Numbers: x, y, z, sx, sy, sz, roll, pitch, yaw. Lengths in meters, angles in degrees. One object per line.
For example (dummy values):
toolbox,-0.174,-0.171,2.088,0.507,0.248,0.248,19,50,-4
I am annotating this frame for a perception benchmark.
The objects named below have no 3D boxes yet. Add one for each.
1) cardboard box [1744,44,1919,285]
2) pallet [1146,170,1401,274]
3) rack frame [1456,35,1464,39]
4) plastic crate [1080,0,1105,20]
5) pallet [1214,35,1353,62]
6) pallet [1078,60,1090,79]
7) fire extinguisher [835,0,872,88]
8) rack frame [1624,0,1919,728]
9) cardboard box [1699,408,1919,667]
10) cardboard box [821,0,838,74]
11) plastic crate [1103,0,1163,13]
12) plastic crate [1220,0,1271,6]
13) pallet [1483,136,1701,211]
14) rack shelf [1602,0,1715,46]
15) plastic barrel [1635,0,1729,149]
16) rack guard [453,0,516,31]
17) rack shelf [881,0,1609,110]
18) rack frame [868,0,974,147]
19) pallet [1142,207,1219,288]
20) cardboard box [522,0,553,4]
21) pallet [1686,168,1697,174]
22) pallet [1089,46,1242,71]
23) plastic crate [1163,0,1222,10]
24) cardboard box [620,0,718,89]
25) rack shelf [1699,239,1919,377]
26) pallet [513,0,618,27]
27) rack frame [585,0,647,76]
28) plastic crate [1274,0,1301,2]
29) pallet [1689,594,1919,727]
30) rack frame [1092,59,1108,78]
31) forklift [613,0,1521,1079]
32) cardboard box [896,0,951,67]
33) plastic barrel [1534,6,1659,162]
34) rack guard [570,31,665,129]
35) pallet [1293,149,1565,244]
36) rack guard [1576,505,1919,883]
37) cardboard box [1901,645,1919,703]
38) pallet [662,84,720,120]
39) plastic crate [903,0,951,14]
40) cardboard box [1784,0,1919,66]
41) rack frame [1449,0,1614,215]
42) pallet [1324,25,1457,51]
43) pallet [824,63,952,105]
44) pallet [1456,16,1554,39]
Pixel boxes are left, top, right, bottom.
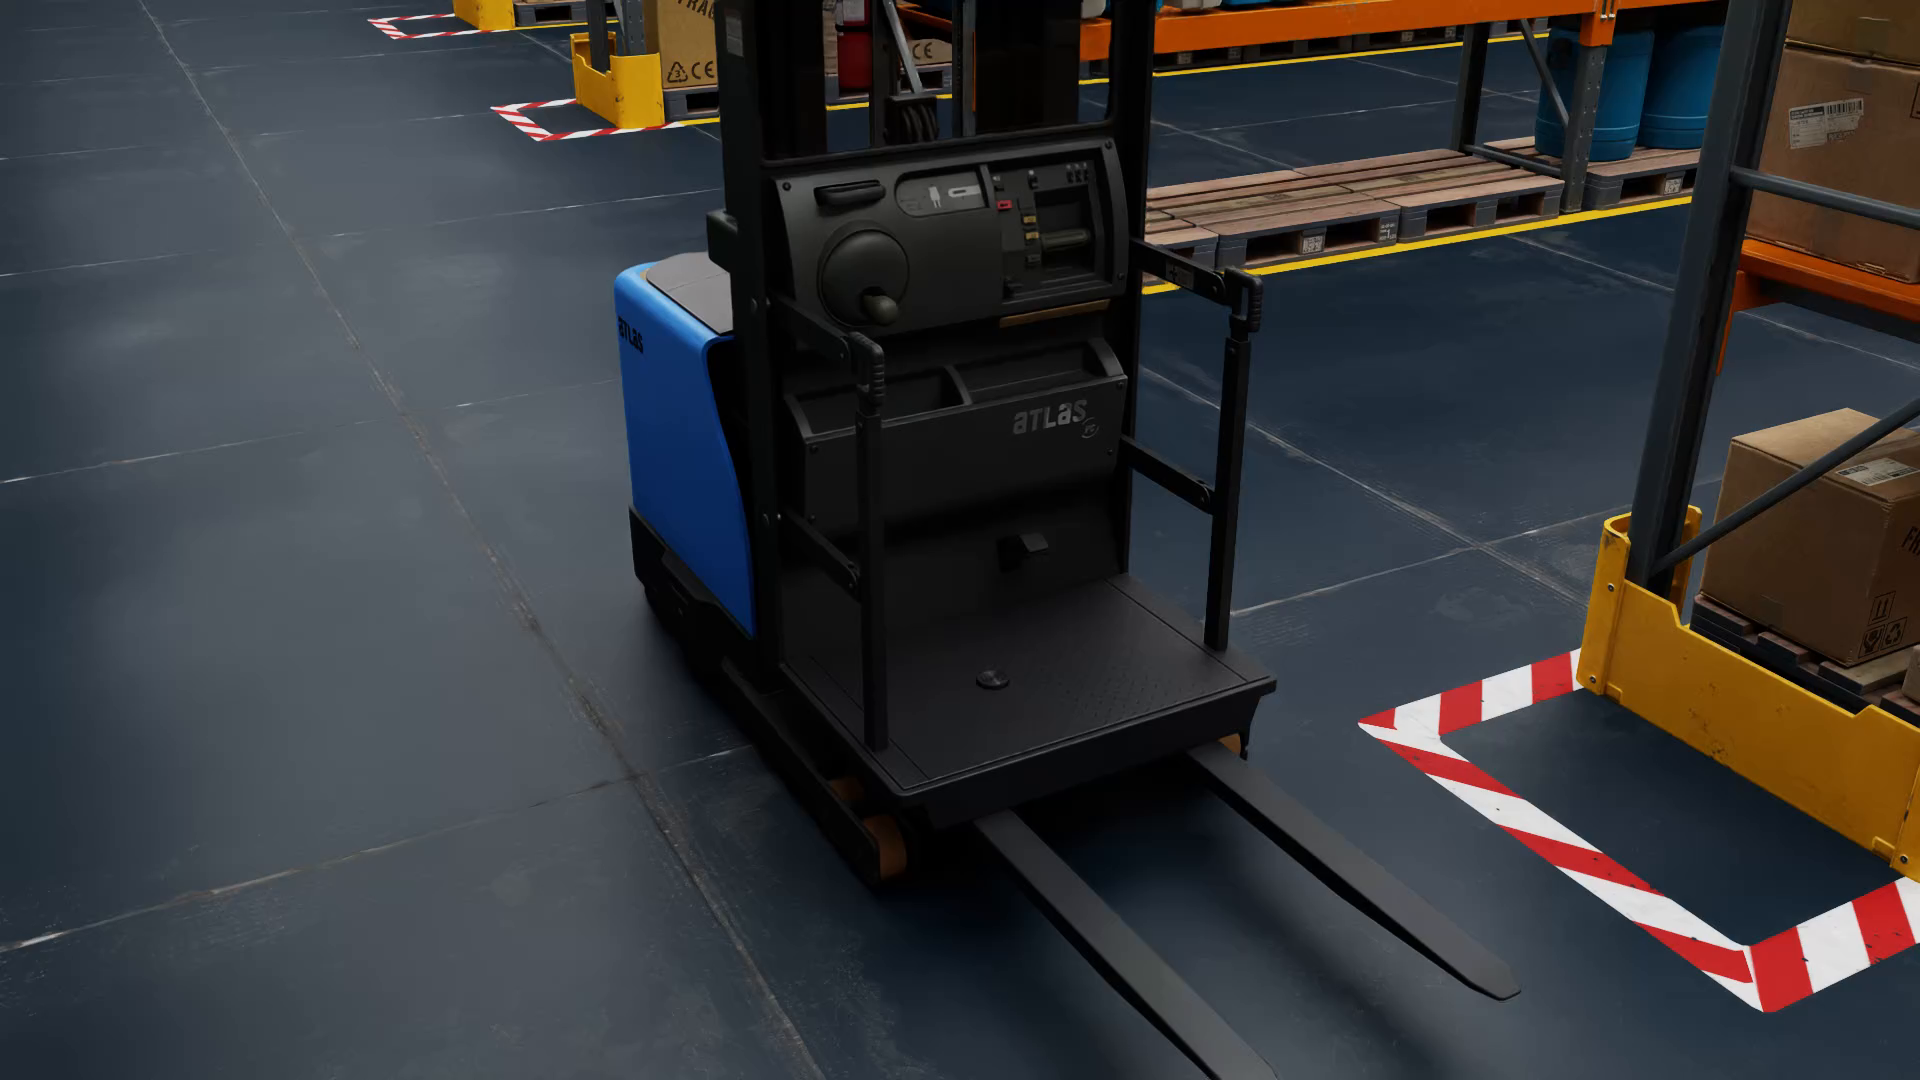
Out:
cardboard box,2.416,-0.986,4.222,0.500,0.500,0.500,-12,28,-24
pallet,1.643,-1.781,9.215,1.213,0.211,1.003,-13,29,-25
rack frame,4.550,-6.159,15.112,0.127,3.000,1.000,-13,29,-25
plastic crate,0.516,-2.505,7.736,0.298,0.136,0.250,-13,29,-25
pallet,2.744,-4.523,14.928,1.213,0.211,1.003,-13,29,-25
pallet,0.313,-3.962,13.759,1.213,0.211,1.003,-13,29,-25
fire extinguisher,-0.525,-2.578,8.174,0.183,0.674,0.296,-13,29,-25
rack frame,2.149,-0.746,3.837,0.127,3.000,1.000,-13,29,-25
cardboard box,2.513,-0.022,4.710,0.500,0.500,0.500,-13,29,-25
cardboard box,-1.179,-4.107,12.809,0.875,0.875,0.875,-13,29,-25
plastic crate,0.775,-2.648,7.924,0.300,0.233,0.416,-13,29,-25
plastic crate,1.356,-2.782,8.204,0.300,0.233,0.416,-13,29,-25
pallet,4.052,-2.337,10.374,1.213,0.211,1.003,-13,29,-25
rack shelf,5.116,-3.536,10.480,4.000,0.370,1.077,-13,29,-25
plastic barrel,4.464,-2.945,10.357,0.708,0.901,0.600,-13,29,-25
rack guard,-4.687,-5.333,16.280,0.348,0.500,1.175,-13,29,-25
rack shelf,1.586,-2.721,8.783,4.000,0.370,1.077,-13,29,-25
rack frame,-0.178,-2.638,7.779,0.127,3.000,1.000,-13,29,-25
pallet,0.568,-1.534,8.702,1.213,0.211,1.003,-13,29,-25
cardboard box,-4.141,-5.333,16.201,0.250,0.149,0.380,-12,28,-24
pallet,5.129,-2.587,10.895,1.213,0.211,1.003,-13,29,-25
pallet,1.666,-4.273,14.406,1.213,0.211,1.003,-13,29,-25
plastic crate,1.115,-2.643,8.024,0.298,0.136,0.250,-13,29,-25
cardboard box,-1.982,-3.922,12.423,0.875,0.875,0.875,-13,29,-25
rack shelf,3.914,-0.829,4.841,4.000,0.370,1.077,-13,29,-25
pallet,-3.953,-5.355,16.659,1.213,0.211,1.003,-13,29,-25
rack frame,-2.509,-4.530,11.719,0.127,3.000,1.000,-13,29,-25
plastic crate,1.621,-2.844,8.331,0.300,0.233,0.416,-13,29,-25
pallet,2.919,0.333,4.812,1.213,0.211,1.003,-13,29,-25
rack frame,1.021,-5.344,13.416,0.127,3.000,1.000,-13,29,-25
forklift,0.106,-0.716,3.856,1.130,2.935,3.031,-14,29,-26
cardboard box,-0.394,-4.289,13.186,0.875,0.875,0.875,-13,29,-25
plastic barrel,3.839,-2.800,10.056,0.708,0.901,0.600,-13,29,-25
rack guard,-2.530,-3.398,12.250,0.348,0.500,1.175,-13,29,-25
pallet,2.721,-2.031,9.737,1.213,0.211,1.003,-13,29,-25
rack guard,2.216,0.366,4.411,0.348,0.500,1.175,-13,29,-25
cardboard box,2.680,0.387,4.263,0.250,0.149,0.380,-13,29,-25
pallet,-1.840,-3.465,12.724,1.213,0.211,1.003,-13,29,-25
plastic crate,0.029,-2.821,8.049,0.499,0.435,0.616,-13,29,-25
cardboard box,2.413,-1.437,4.007,0.500,0.500,0.500,-13,29,-26
rack frame,3.351,-3.453,9.476,0.127,3.000,1.000,-13,29,-25
pallet,3.819,-4.770,15.441,1.213,0.211,1.003,-13,29,-25
pallet,-0.765,-3.712,13.238,1.213,0.211,1.003,-13,29,-25
pallet,5.240,-5.061,16.046,1.213,0.211,1.003,-13,29,-25
